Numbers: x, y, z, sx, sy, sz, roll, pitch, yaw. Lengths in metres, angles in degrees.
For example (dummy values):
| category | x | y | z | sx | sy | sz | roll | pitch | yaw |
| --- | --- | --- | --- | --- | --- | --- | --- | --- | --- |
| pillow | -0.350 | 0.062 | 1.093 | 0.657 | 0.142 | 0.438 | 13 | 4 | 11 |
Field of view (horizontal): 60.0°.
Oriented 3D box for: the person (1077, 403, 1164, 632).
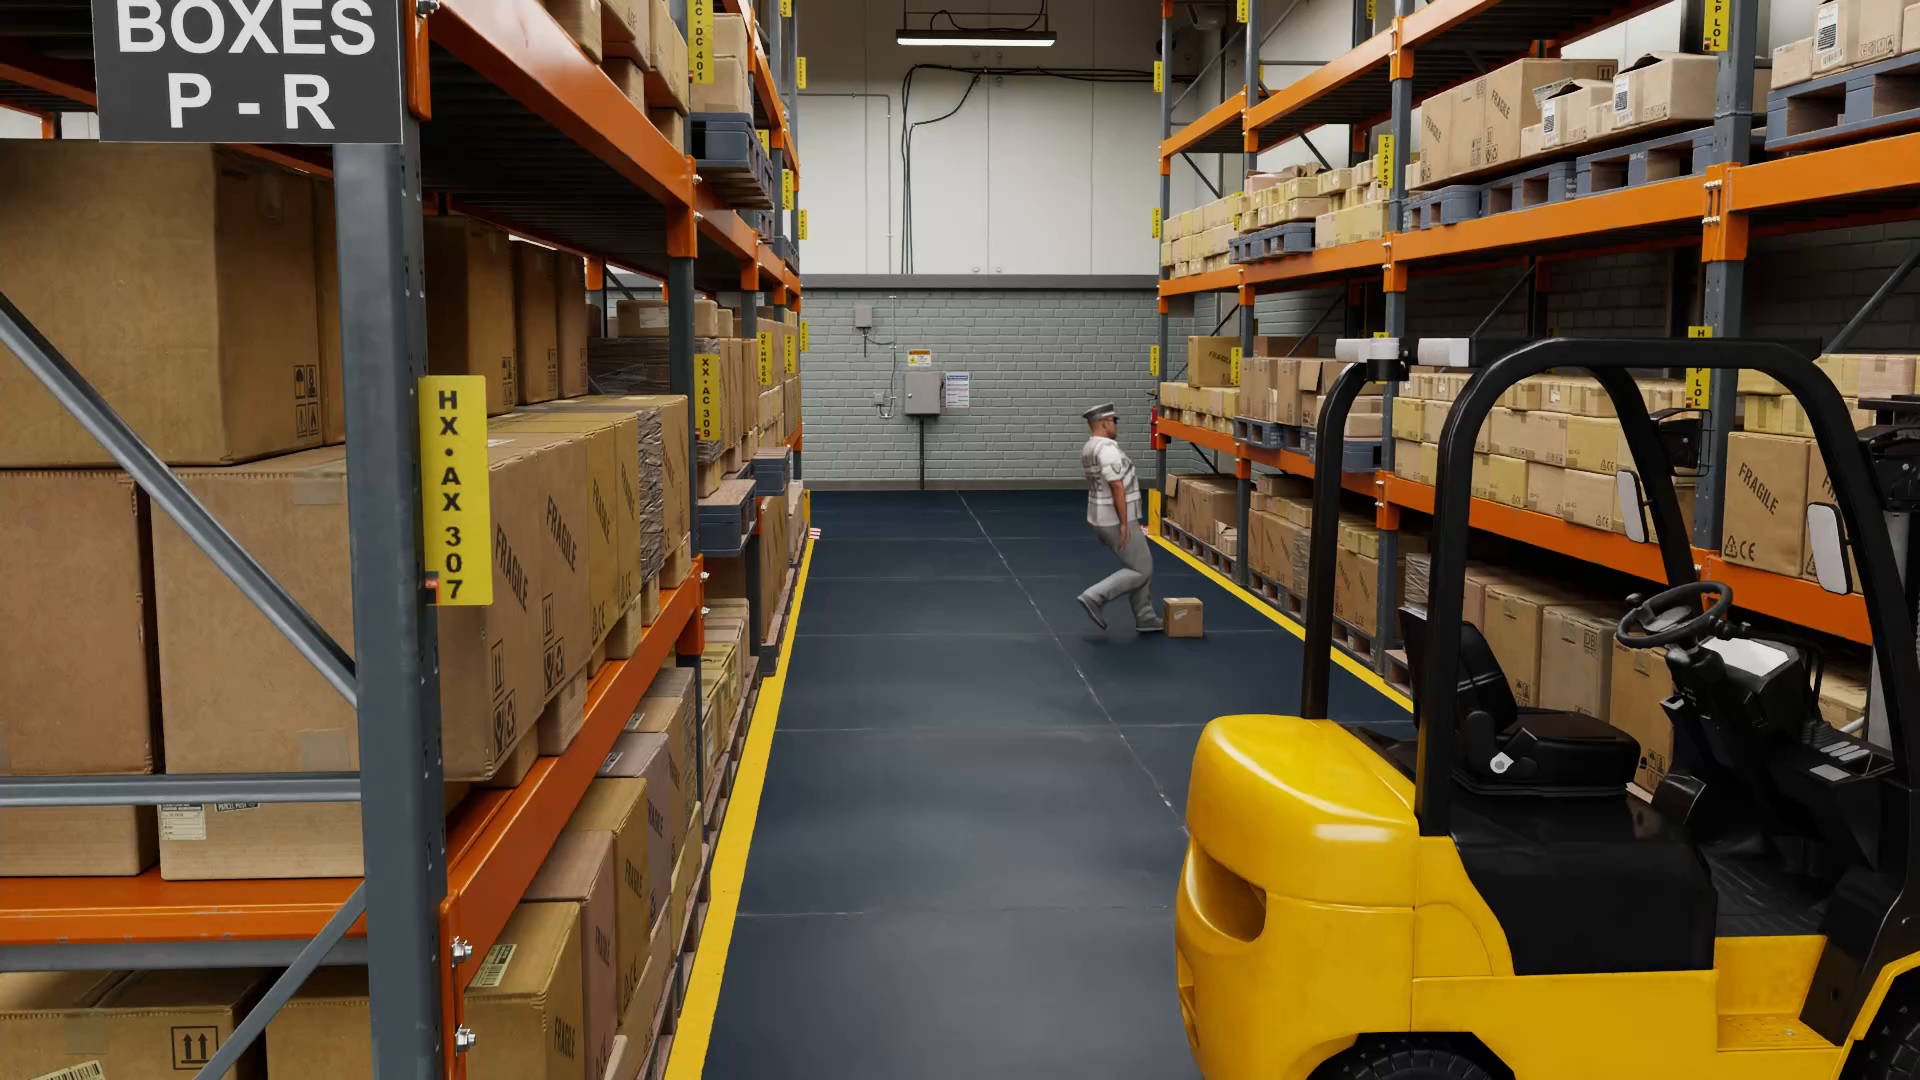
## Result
| category | x | y | z | sx | sy | sz | roll | pitch | yaw |
| --- | --- | --- | --- | --- | --- | --- | --- | --- | --- |
| person | 1.236 | -0.156 | 12.171 | 0.822 | 1.696 | 0.603 | -2 | 7 | -13 |
